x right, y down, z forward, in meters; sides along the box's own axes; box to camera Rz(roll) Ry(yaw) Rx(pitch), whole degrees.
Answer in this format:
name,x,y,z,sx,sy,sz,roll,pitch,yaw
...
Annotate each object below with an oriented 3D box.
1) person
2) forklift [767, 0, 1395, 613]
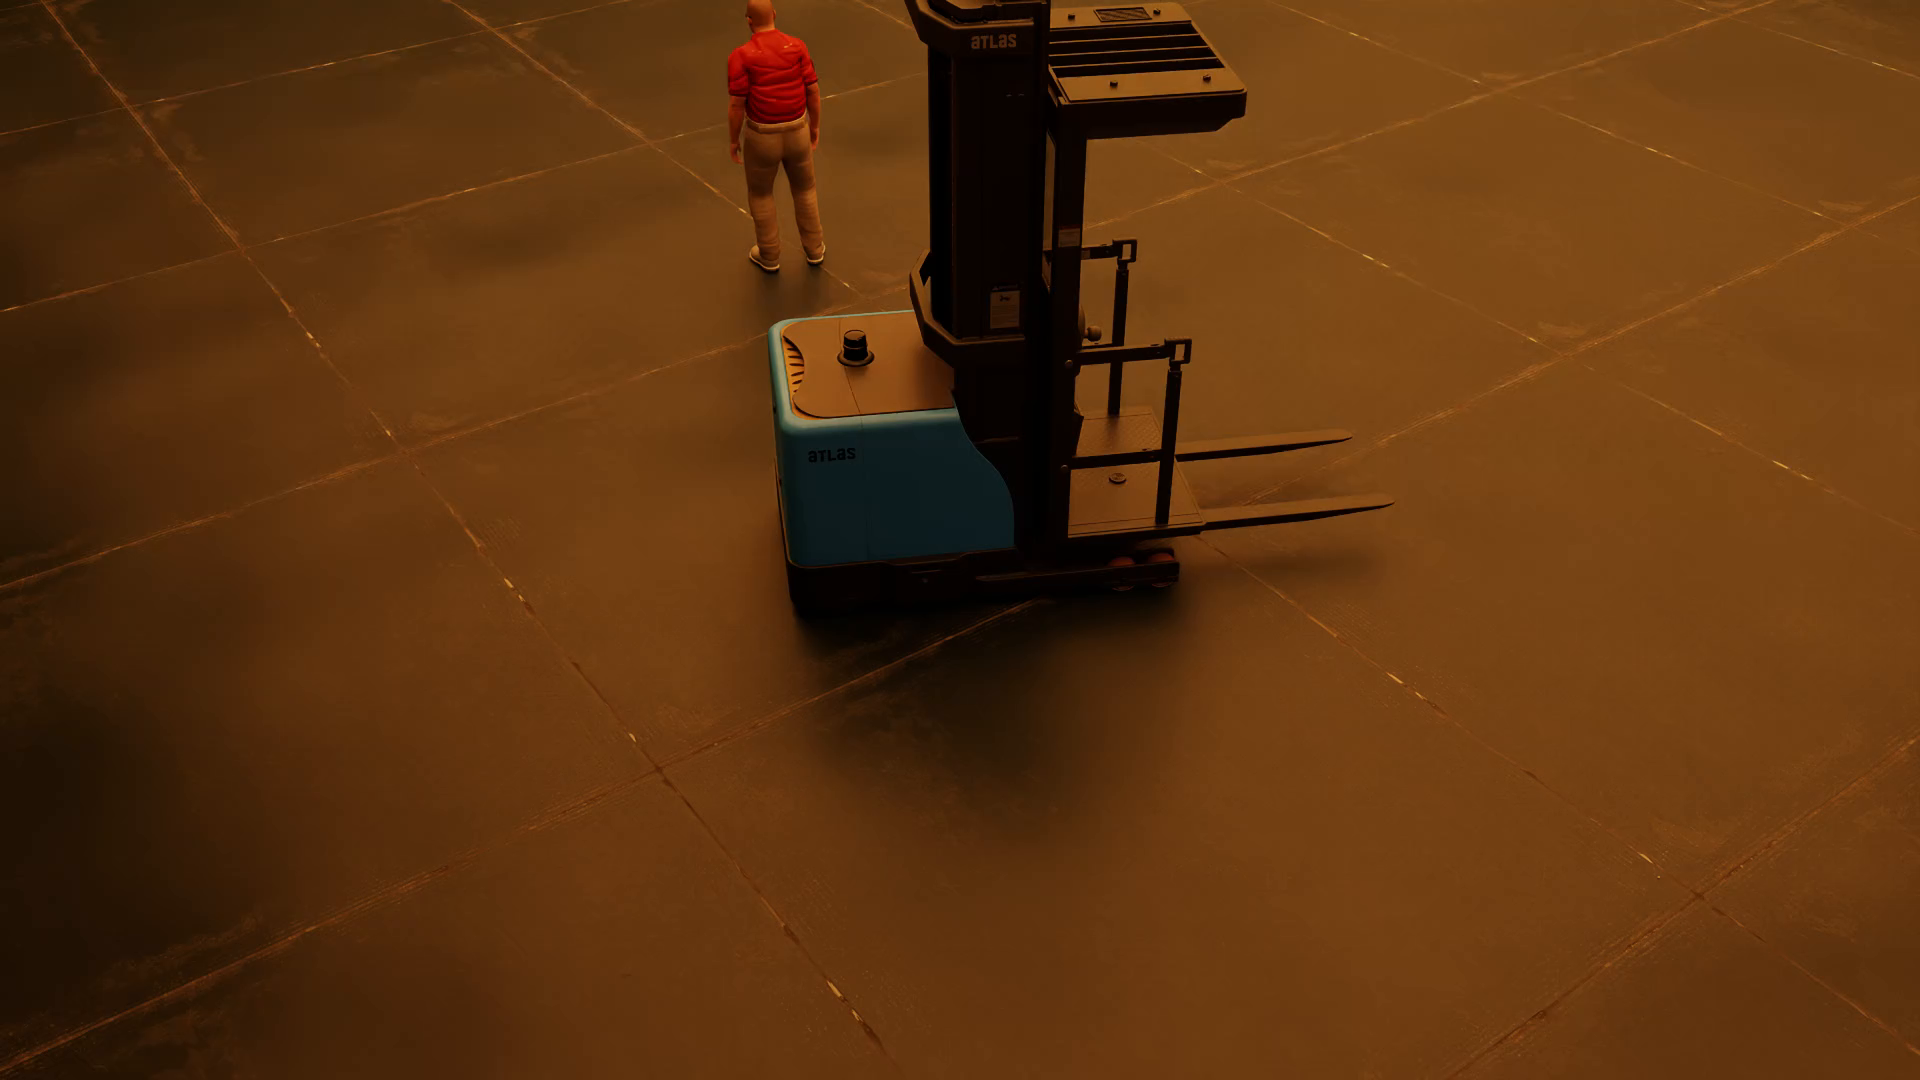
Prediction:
name,x,y,z,sx,sy,sz,roll,pitch,yaw
person,-1.145,-2.516,10.359,0.607,1.727,0.397,-14,39,-18
forklift,0.620,-1.238,7.618,3.031,2.935,1.130,-5,37,-7
